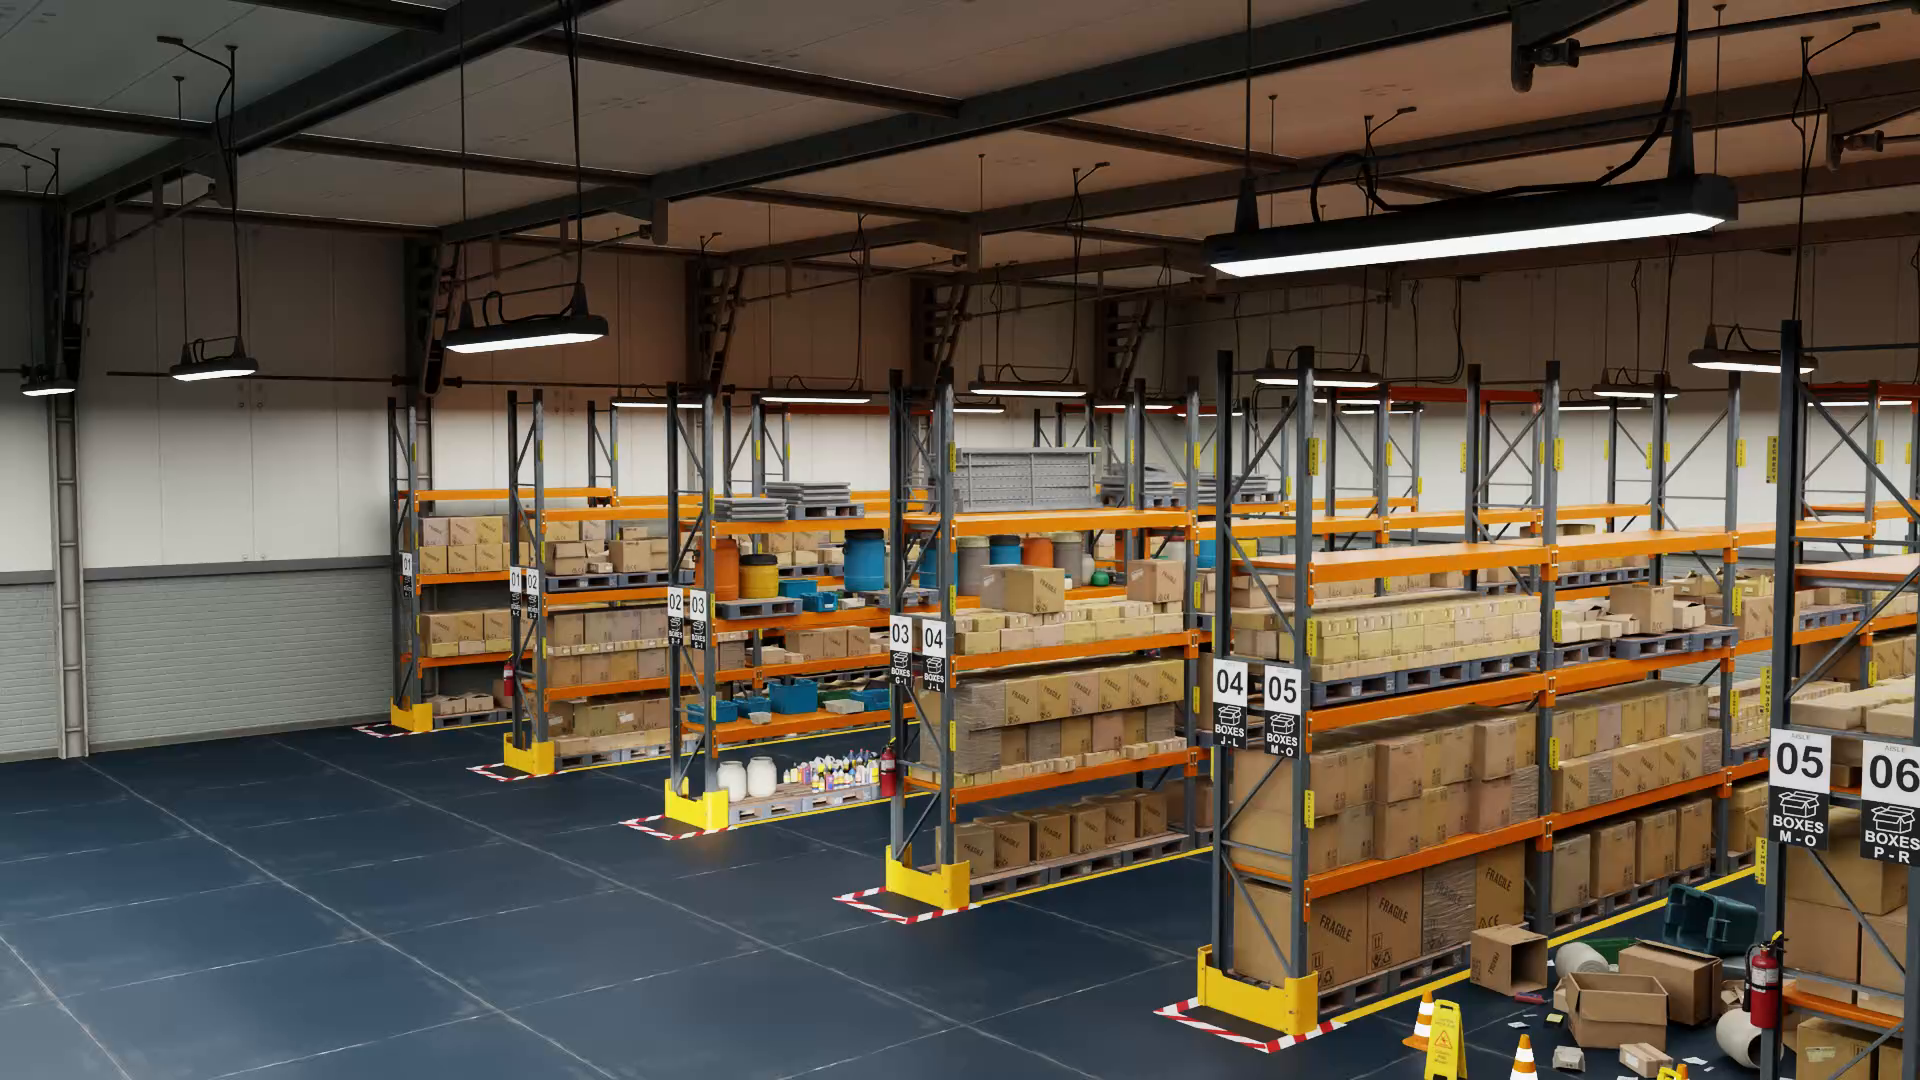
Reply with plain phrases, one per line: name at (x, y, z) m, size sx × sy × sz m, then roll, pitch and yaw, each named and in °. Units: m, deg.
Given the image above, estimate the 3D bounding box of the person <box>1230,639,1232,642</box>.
person at (5.868, 2.345, 35.209) m, size 0.633 × 1.631 × 0.952 m, roll 3°, pitch 4°, yaw 42°
